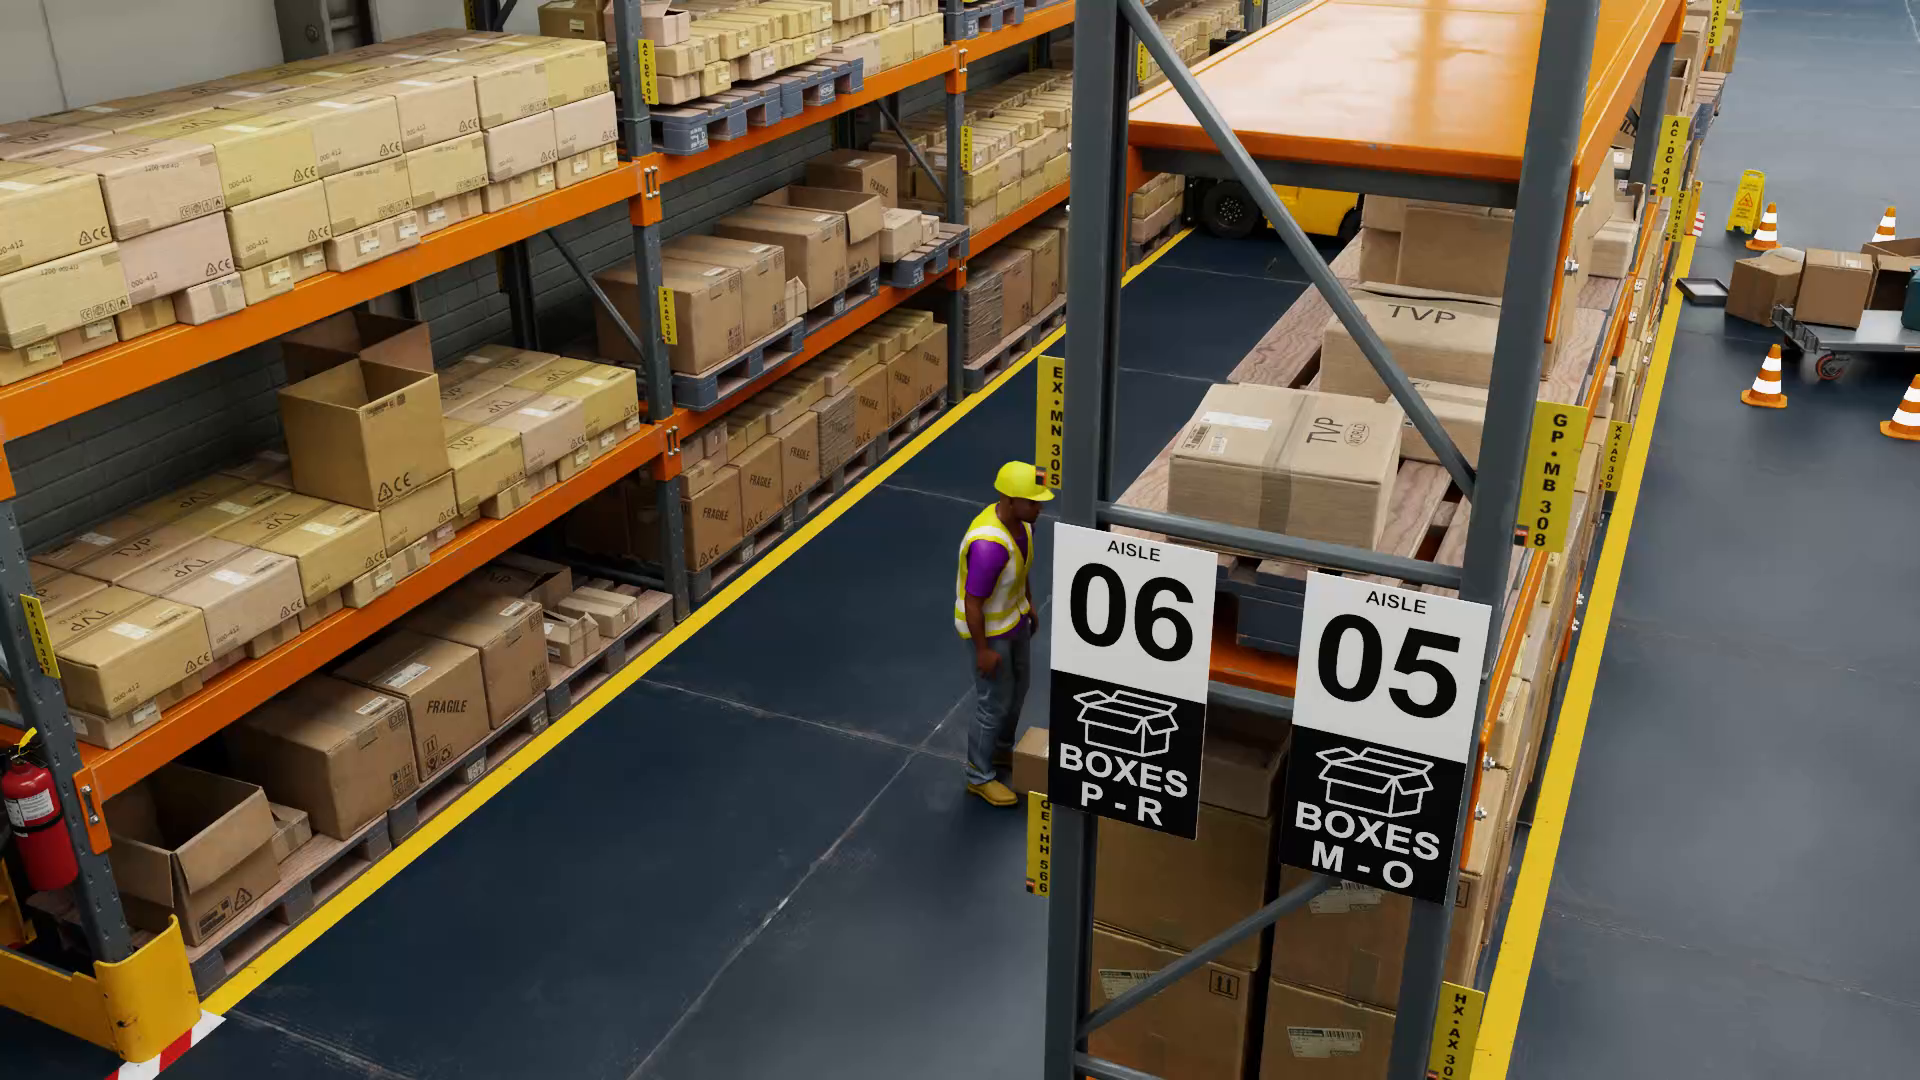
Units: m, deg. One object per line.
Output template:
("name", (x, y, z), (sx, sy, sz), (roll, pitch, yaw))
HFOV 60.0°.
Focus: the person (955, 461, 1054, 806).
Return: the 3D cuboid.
("person", (0.220, 0.427, 8.214), (0.459, 1.761, 0.626), (11, 28, 22))
